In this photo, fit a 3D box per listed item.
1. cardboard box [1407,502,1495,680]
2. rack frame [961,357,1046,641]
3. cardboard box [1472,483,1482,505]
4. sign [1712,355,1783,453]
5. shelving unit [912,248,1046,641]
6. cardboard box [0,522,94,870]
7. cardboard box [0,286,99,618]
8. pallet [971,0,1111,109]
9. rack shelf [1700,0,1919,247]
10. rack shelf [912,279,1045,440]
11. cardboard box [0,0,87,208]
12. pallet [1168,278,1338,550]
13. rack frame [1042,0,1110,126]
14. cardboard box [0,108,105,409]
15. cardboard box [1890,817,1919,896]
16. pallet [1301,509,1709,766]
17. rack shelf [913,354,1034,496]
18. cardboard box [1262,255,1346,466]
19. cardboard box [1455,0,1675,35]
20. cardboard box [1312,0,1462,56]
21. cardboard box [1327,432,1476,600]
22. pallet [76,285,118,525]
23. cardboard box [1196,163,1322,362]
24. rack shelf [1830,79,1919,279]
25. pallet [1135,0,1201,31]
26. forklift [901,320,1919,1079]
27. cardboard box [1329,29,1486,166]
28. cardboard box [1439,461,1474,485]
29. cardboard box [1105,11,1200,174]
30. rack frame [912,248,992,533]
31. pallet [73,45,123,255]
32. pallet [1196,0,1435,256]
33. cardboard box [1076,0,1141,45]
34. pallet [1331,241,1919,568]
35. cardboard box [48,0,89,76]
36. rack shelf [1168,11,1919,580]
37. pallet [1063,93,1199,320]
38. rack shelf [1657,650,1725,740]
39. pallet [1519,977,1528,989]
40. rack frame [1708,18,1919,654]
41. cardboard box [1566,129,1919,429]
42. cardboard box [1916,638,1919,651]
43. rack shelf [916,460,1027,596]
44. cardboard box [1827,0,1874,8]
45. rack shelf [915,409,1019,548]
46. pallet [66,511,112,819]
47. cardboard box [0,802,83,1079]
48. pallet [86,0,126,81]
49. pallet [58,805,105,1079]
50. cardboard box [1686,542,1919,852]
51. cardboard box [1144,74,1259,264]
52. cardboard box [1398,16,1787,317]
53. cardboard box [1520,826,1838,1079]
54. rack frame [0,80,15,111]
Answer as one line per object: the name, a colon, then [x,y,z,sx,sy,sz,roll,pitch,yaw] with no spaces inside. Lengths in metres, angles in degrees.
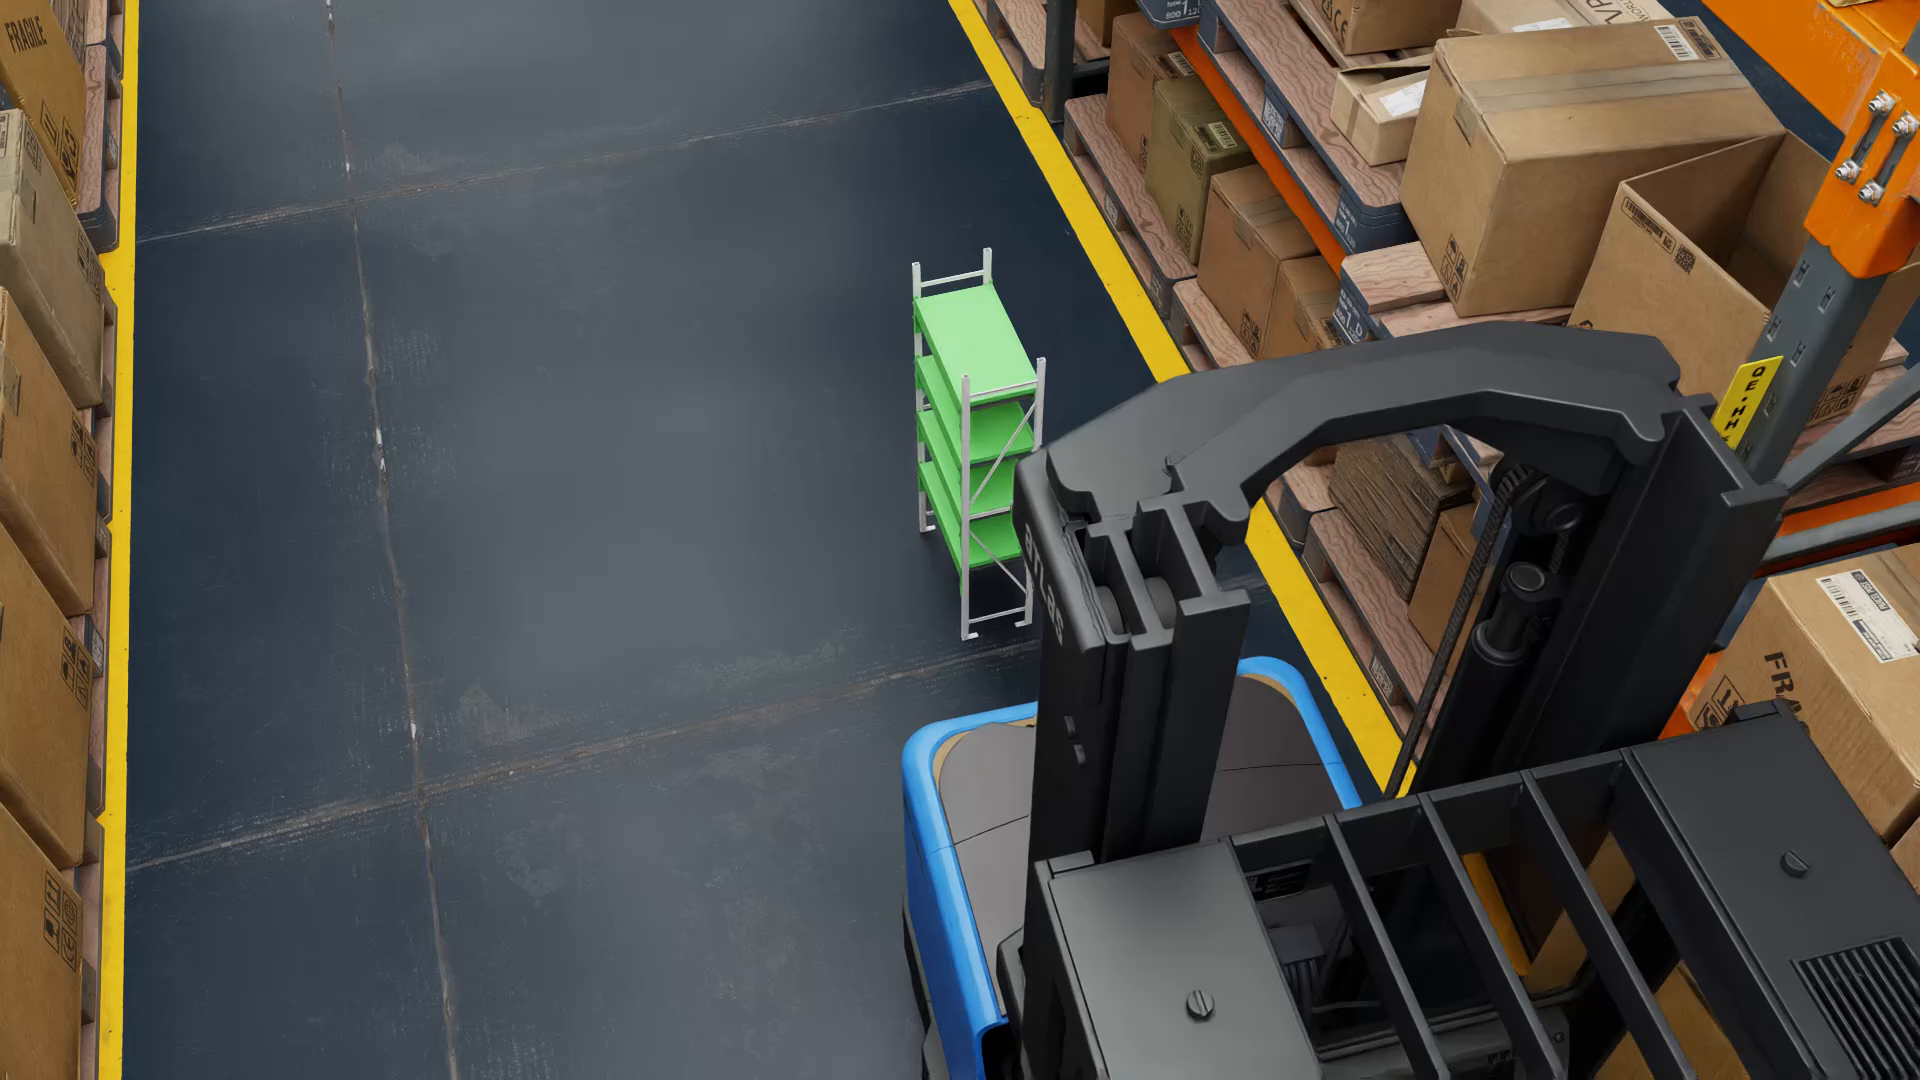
cardboard box: [1.824,0.162,4.999,0.700,0.500,0.500,-16,52,-13]
rack frame: [0.121,-0.088,5.039,0.240,1.200,0.015,-13,51,-11]
cardboard box: [1.814,-0.078,4.710,0.500,0.250,0.500,-11,51,-9]
sign: [1.525,-0.235,3.281,0.100,0.325,0.005,-13,51,-11]
shelving unit: [0.049,-0.266,5.189,0.258,1.200,0.503,-13,51,-11]
cardboard box: [-3.083,0.517,4.549,1.050,0.750,0.750,-13,51,-10]
cardboard box: [-3.359,-0.163,5.122,1.050,0.750,0.750,-13,51,-11]
pallet: [0.626,-2.522,7.738,1.003,0.211,1.213,-13,51,-11]
rack shelf: [1.449,-2.213,4.162,1.077,0.370,4.000,-13,51,-11]
rack shelf: [0.049,-0.534,4.871,0.258,0.148,0.480,-13,51,-11]
cardboard box: [-4.029,-1.817,6.435,0.875,0.875,0.875,-13,51,-10]
pallet: [1.454,-0.579,6.100,1.003,0.211,1.213,-13,51,-11]
rack frame: [0.858,-2.939,6.266,1.000,3.000,0.127,-13,51,-11]
cardboard box: [-3.641,-0.868,5.717,1.050,0.750,0.750,-14,51,-11]
cardboard box: [2.079,0.743,3.096,0.500,0.500,0.500,-15,51,-12]
pallet: [1.811,0.310,5.350,1.003,0.211,1.213,-13,51,-11]
rack shelf: [0.049,-0.379,5.055,0.258,0.148,0.480,-13,51,-11]
cardboard box: [1.473,-0.653,5.686,0.700,0.500,0.500,-9,51,-8]
cardboard box: [1.765,-1.380,4.775,0.500,0.250,0.500,-15,51,-12]
cardboard box: [1.459,-1.862,5.016,0.797,0.503,0.637,-9,50,-7]
cardboard box: [1.647,-0.240,5.338,0.700,0.500,0.500,-17,52,-14]
pallet: [-3.610,-0.446,5.988,1.003,0.211,1.213,-13,51,-11]
cardboard box: [1.308,-1.060,6.029,0.700,0.500,0.500,-17,52,-14]
rack shelf: [2.632,0.709,1.699,1.077,0.370,4.000,-13,51,-11]
pallet: [0.945,-2.286,5.841,1.003,0.211,1.213,-13,51,-11]
forklift: [0.693,1.206,2.816,1.130,2.935,3.031,-11,51,-9]
cardboard box: [1.290,-1.266,4.669,0.396,0.266,0.258,-15,51,-12]
cardboard box: [1.647,-0.463,5.035,0.500,0.250,0.500,-8,50,-7]
cardboard box: [1.019,-1.822,6.671,0.700,0.500,0.500,-17,52,-14]
rack frame: [-0.023,-0.444,5.340,0.240,1.200,0.015,-13,51,-11]
pallet: [-4.060,-1.565,6.932,1.003,0.211,1.213,-13,51,-11]
pallet: [1.416,-1.392,5.087,1.003,0.211,1.213,-13,51,-11]
cardboard box: [0.778,-2.570,7.315,0.500,0.500,0.500,-15,51,-12]
pallet: [1.728,-0.452,4.294,1.213,0.211,1.003,-13,51,-11]
cardboard box: [-4.299,-2.474,6.989,0.875,0.875,0.875,-13,51,-11]
rack shelf: [1.449,-1.246,5.309,1.077,0.370,4.000,-13,51,-11]
pallet: [1.090,-1.472,6.853,1.003,0.211,1.213,-13,51,-11]
rack shelf: [2.632,1.675,2.846,1.077,0.370,4.000,-13,51,-11]
pallet: [2.202,1.474,4.369,1.003,0.211,1.213,-13,51,-11]
rack frame: [2.041,-0.017,3.803,1.000,3.000,0.127,-13,51,-11]
cardboard box: [1.843,-0.570,3.929,0.500,0.500,0.500,-19,52,-15]
cardboard box: [2.242,0.165,2.928,0.797,0.503,0.637,-12,51,-10]
rack shelf: [0.049,-0.070,5.422,0.258,0.148,0.480,-13,51,-11]
cardboard box: [1.666,-1.228,2.959,0.500,0.250,0.500,-13,51,-11]
rack shelf: [0.049,-0.225,5.238,0.258,0.148,0.480,-13,51,-11]
pallet: [-3.245,0.447,5.235,1.003,0.211,1.213,-13,51,-11]
cardboard box: [-2.821,1.155,4.011,1.050,0.750,0.750,-14,51,-11]
pallet: [-4.425,-2.458,7.684,1.003,0.211,1.213,-13,51,-11]
pallet: [-2.888,1.336,4.485,1.003,0.211,1.213,-13,51,-11]
cardboard box: [1.925,0.367,3.413,0.500,0.500,0.500,-12,51,-10]
cardboard box: [1.142,-1.469,6.374,0.700,0.500,0.500,-14,51,-11]
cardboard box: [1.582,-0.955,4.253,0.700,0.500,0.500,-7,50,-6]
cardboard box: [2.225,1.041,4.026,1.225,0.875,0.875,-15,52,-13]
rack frame: [-3.910,-1.891,5.382,1.000,3.000,0.127,-13,51,-11]
